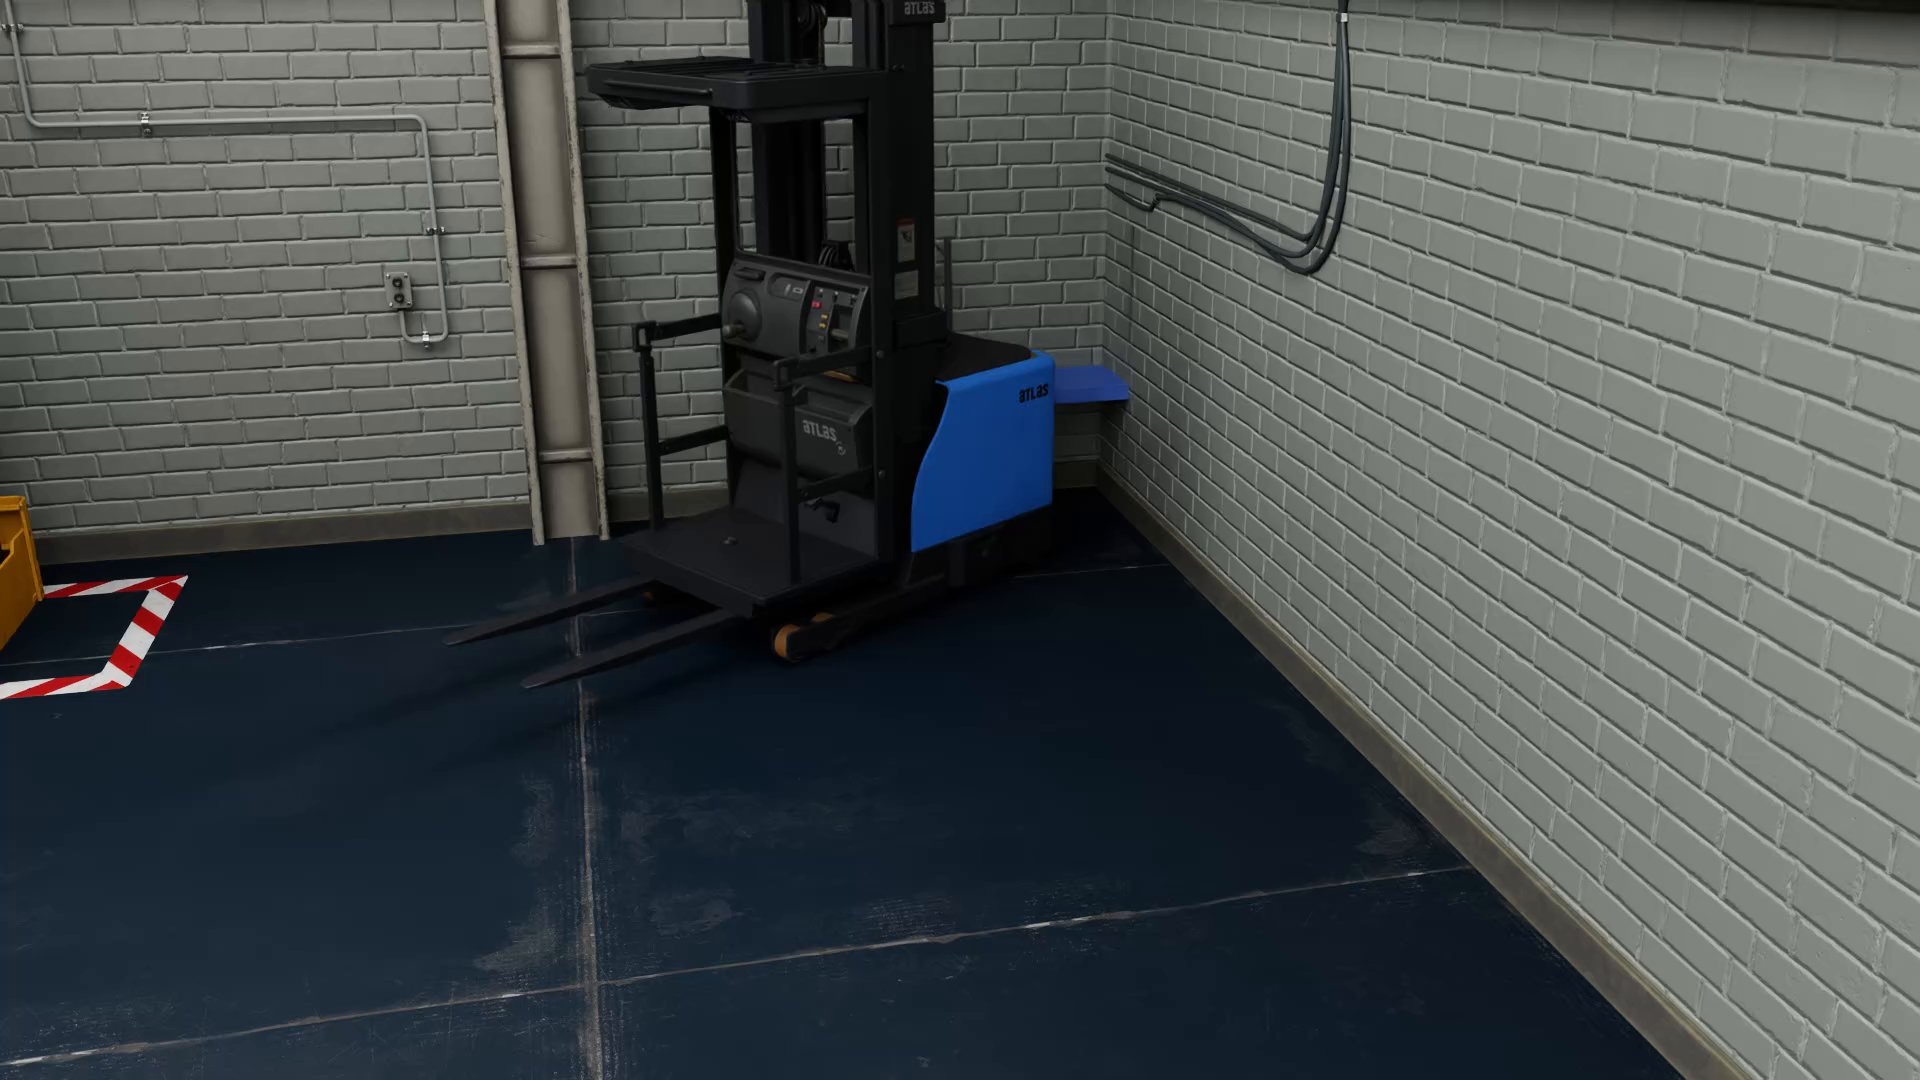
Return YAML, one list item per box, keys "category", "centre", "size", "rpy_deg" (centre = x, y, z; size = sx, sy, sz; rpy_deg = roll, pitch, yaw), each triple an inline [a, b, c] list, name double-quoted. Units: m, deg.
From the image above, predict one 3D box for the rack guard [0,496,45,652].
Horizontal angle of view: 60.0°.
- category: "rack guard"
  centre: [-4.487, 0.227, 7.467]
  size: [0.348, 0.500, 1.175]
  rpy_deg: [-5, 21, -12]

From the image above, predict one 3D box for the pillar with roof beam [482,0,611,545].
- category: "pillar with roof beam"
  centre: [-1.092, -2.824, 3.440]
  size: [0.400, 9.000, 9.100]
  rpy_deg: [-5, 21, -12]

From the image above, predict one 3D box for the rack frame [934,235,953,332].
- category: "rack frame"
  centre: [-0.092, -0.938, 9.050]
  size: [0.032, 1.500, 0.500]
  rpy_deg: [-5, 20, -9]

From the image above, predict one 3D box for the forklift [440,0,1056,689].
- category: "forklift"
  centre: [-0.899, -1.035, 7.379]
  size: [1.130, 2.935, 3.031]
  rpy_deg: [18, 27, 41]

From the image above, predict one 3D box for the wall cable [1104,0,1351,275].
- category: "wall cable"
  centre: [1.076, -2.632, 7.430]
  size: [0.112, 2.526, 3.097]
  rpy_deg: [-5, 21, -12]

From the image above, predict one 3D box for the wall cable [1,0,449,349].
- category: "wall cable"
  centre: [-3.482, -1.840, 7.999]
  size: [1.851, 1.984, 0.084]
  rpy_deg: [-5, 21, -12]

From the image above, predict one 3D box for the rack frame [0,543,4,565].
- category: "rack frame"
  centre: [-4.511, -0.945, 7.032]
  size: [0.127, 3.000, 1.000]
  rpy_deg: [-5, 21, -12]

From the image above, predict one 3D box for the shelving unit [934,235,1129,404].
- category: "shelving unit"
  centre: [0.408, -0.979, 9.134]
  size: [1.048, 1.500, 0.538]
  rpy_deg: [-5, 20, -9]

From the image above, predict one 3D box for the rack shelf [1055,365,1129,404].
- category: "rack shelf"
  centre: [0.411, -0.810, 9.195]
  size: [1.000, 0.185, 0.538]
  rpy_deg: [-5, 20, -9]
